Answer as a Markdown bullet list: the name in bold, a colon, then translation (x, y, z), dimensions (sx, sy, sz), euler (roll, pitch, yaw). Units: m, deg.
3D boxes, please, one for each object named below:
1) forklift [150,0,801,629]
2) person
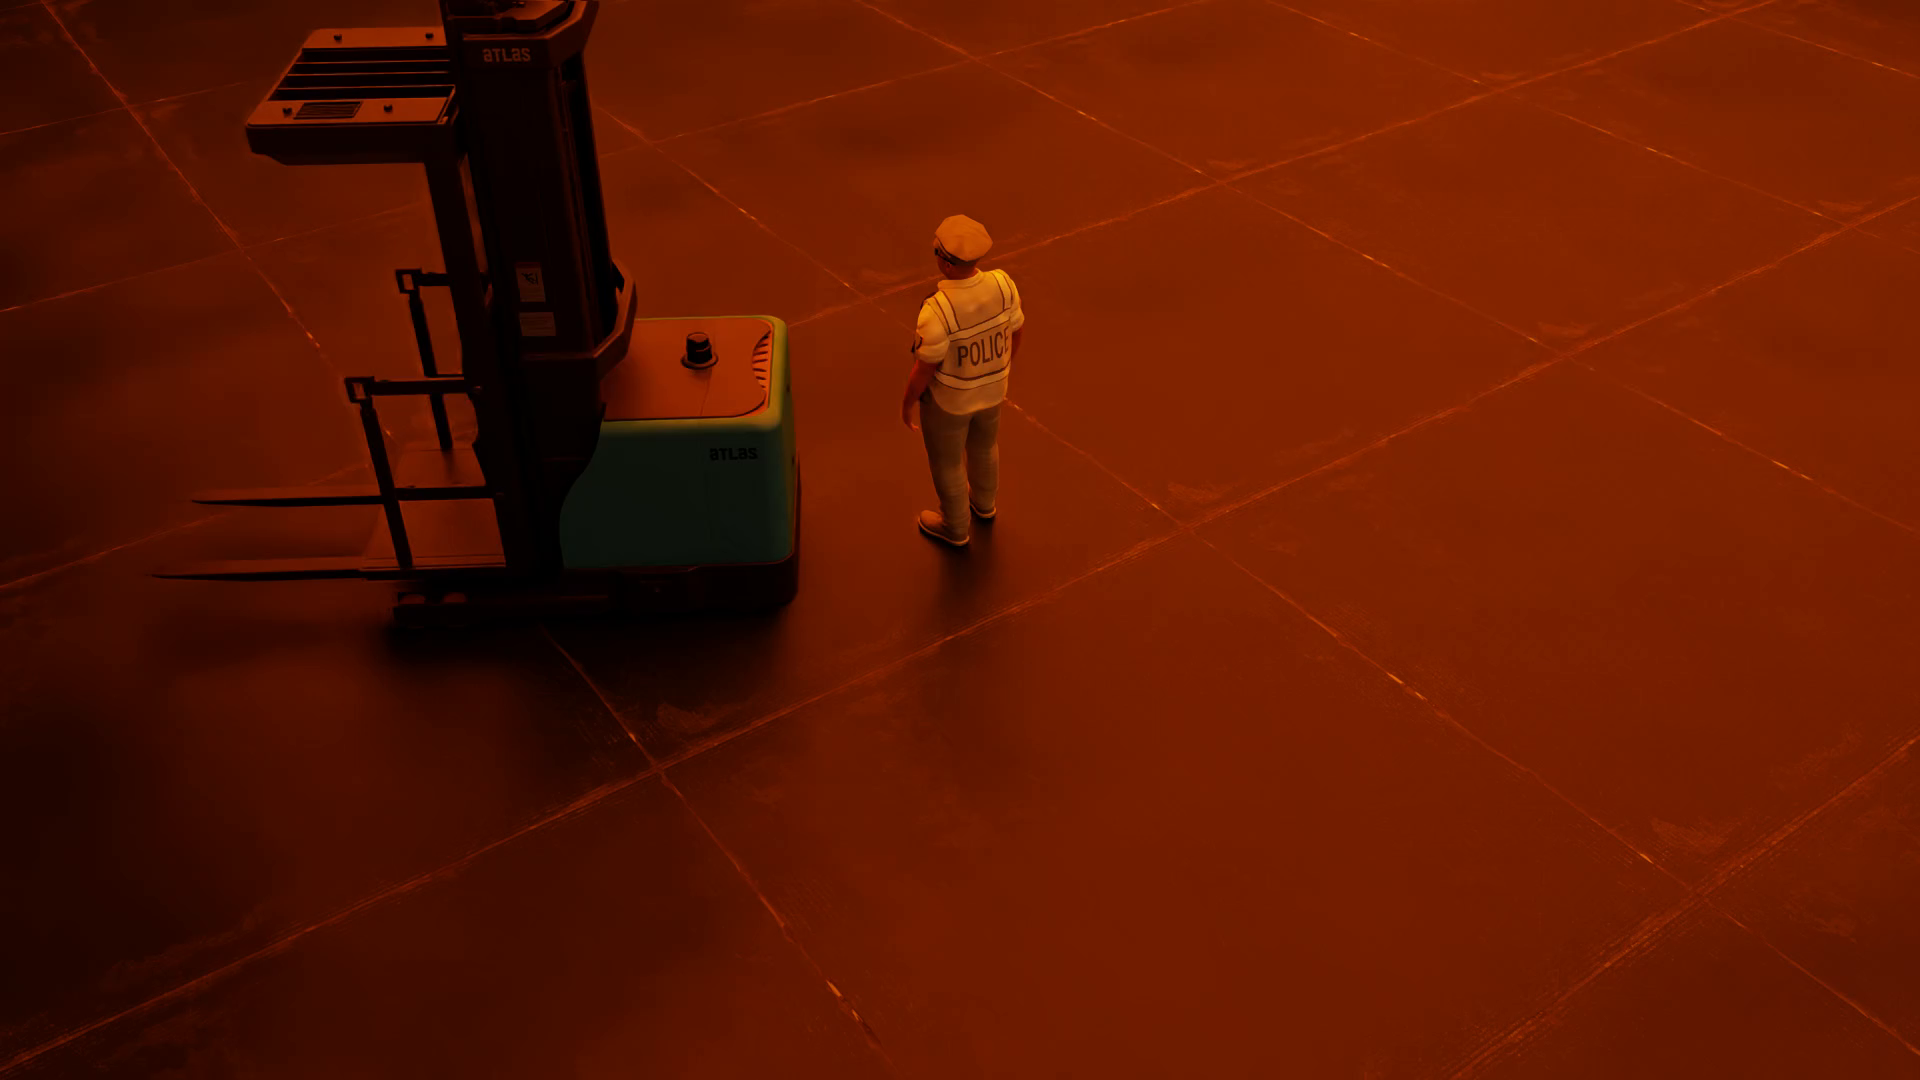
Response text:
- **forklift**: translation (-2.315, -1.084, 7.410), dimensions (3.031, 2.935, 1.130), euler (-2, 37, -3)
- **person**: translation (-0.035, -0.764, 7.932), dimensions (0.640, 1.780, 0.575), euler (-23, 42, -28)
